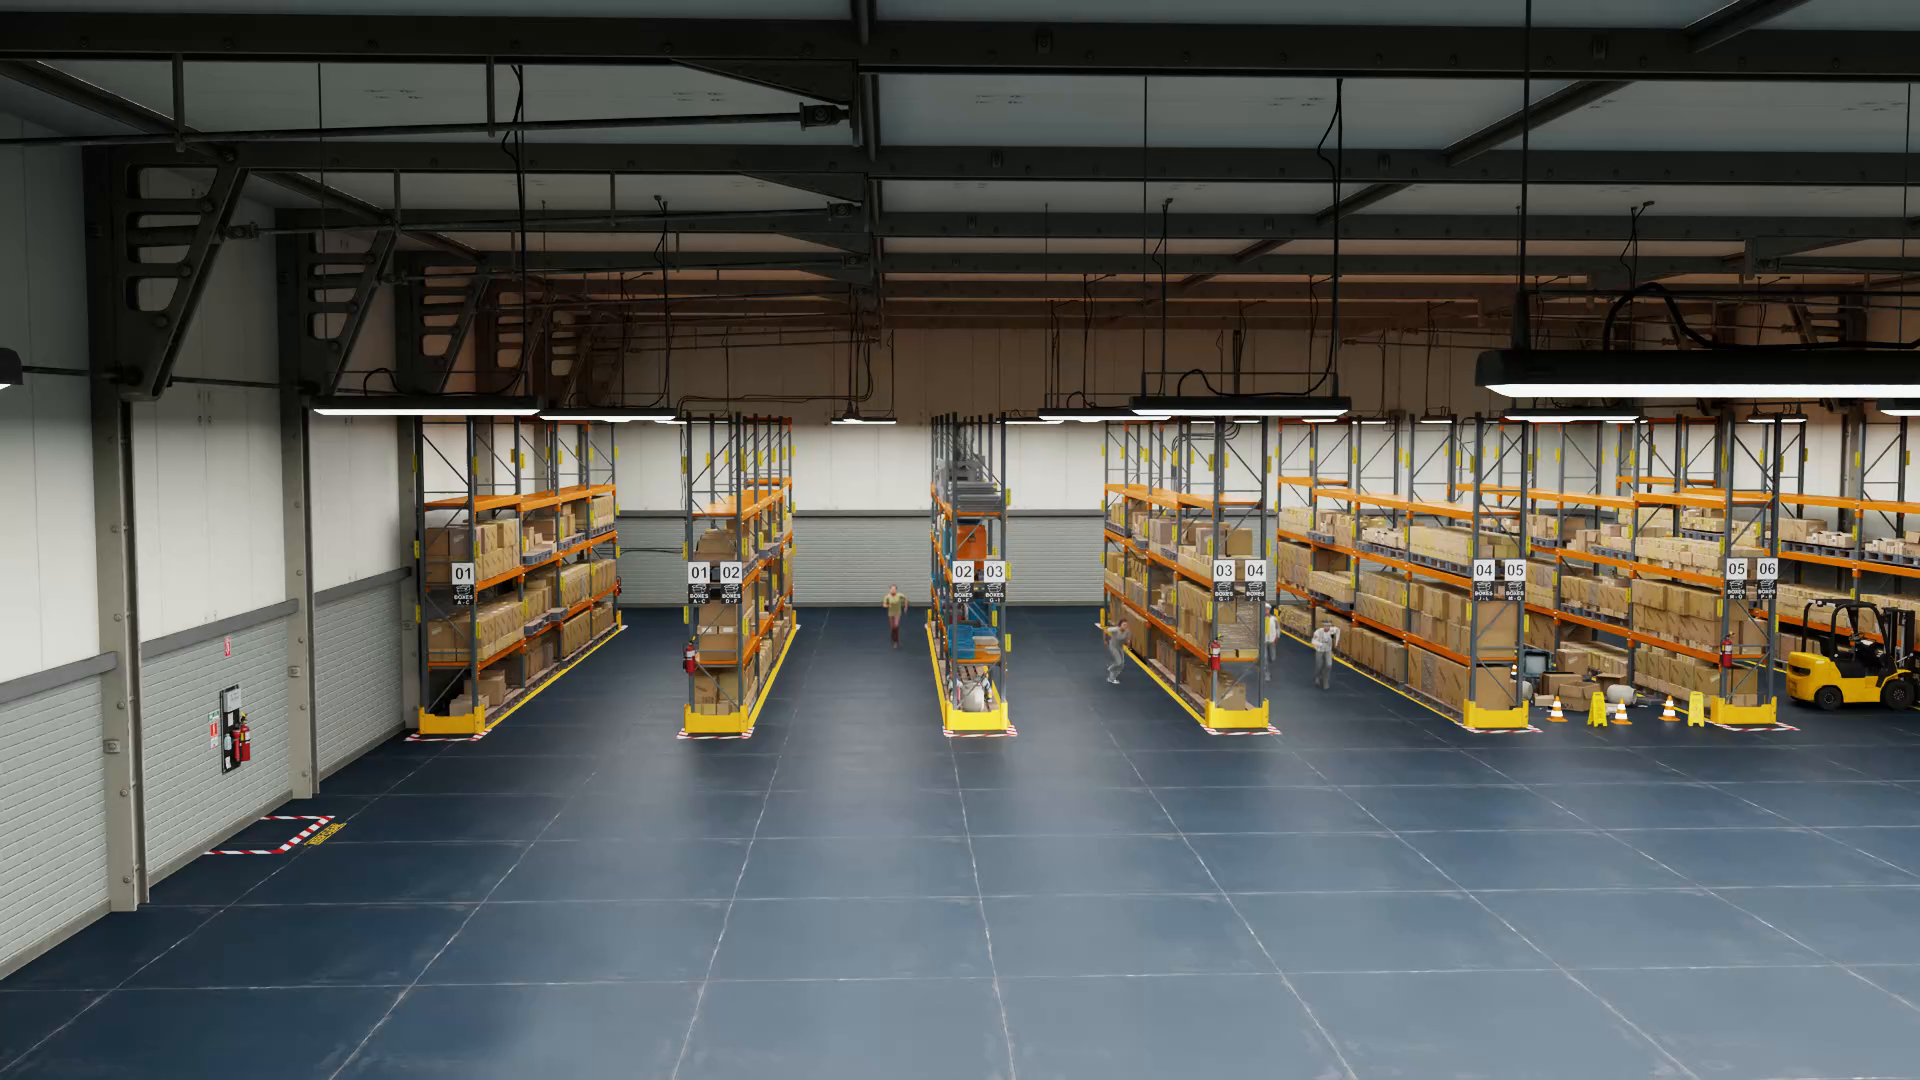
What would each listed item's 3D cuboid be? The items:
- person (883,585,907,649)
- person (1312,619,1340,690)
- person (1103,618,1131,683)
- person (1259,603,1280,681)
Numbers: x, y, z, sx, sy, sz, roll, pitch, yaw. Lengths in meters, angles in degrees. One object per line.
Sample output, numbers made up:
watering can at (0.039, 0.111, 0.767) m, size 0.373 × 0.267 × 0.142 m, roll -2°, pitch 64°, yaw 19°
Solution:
person at (-1.682, 1.969, 42.933) m, size 0.602 × 1.668 × 0.793 m, roll 0°, pitch 4°, yaw 3°
person at (7.986, 2.492, 36.410) m, size 0.653 × 1.593 × 0.938 m, roll 0°, pitch 4°, yaw 0°
person at (3.472, 2.462, 36.899) m, size 0.592 × 1.500 × 0.821 m, roll -2°, pitch 4°, yaw -25°
person at (6.962, 2.305, 37.848) m, size 0.664 × 1.743 × 0.782 m, roll 0°, pitch 4°, yaw -6°
